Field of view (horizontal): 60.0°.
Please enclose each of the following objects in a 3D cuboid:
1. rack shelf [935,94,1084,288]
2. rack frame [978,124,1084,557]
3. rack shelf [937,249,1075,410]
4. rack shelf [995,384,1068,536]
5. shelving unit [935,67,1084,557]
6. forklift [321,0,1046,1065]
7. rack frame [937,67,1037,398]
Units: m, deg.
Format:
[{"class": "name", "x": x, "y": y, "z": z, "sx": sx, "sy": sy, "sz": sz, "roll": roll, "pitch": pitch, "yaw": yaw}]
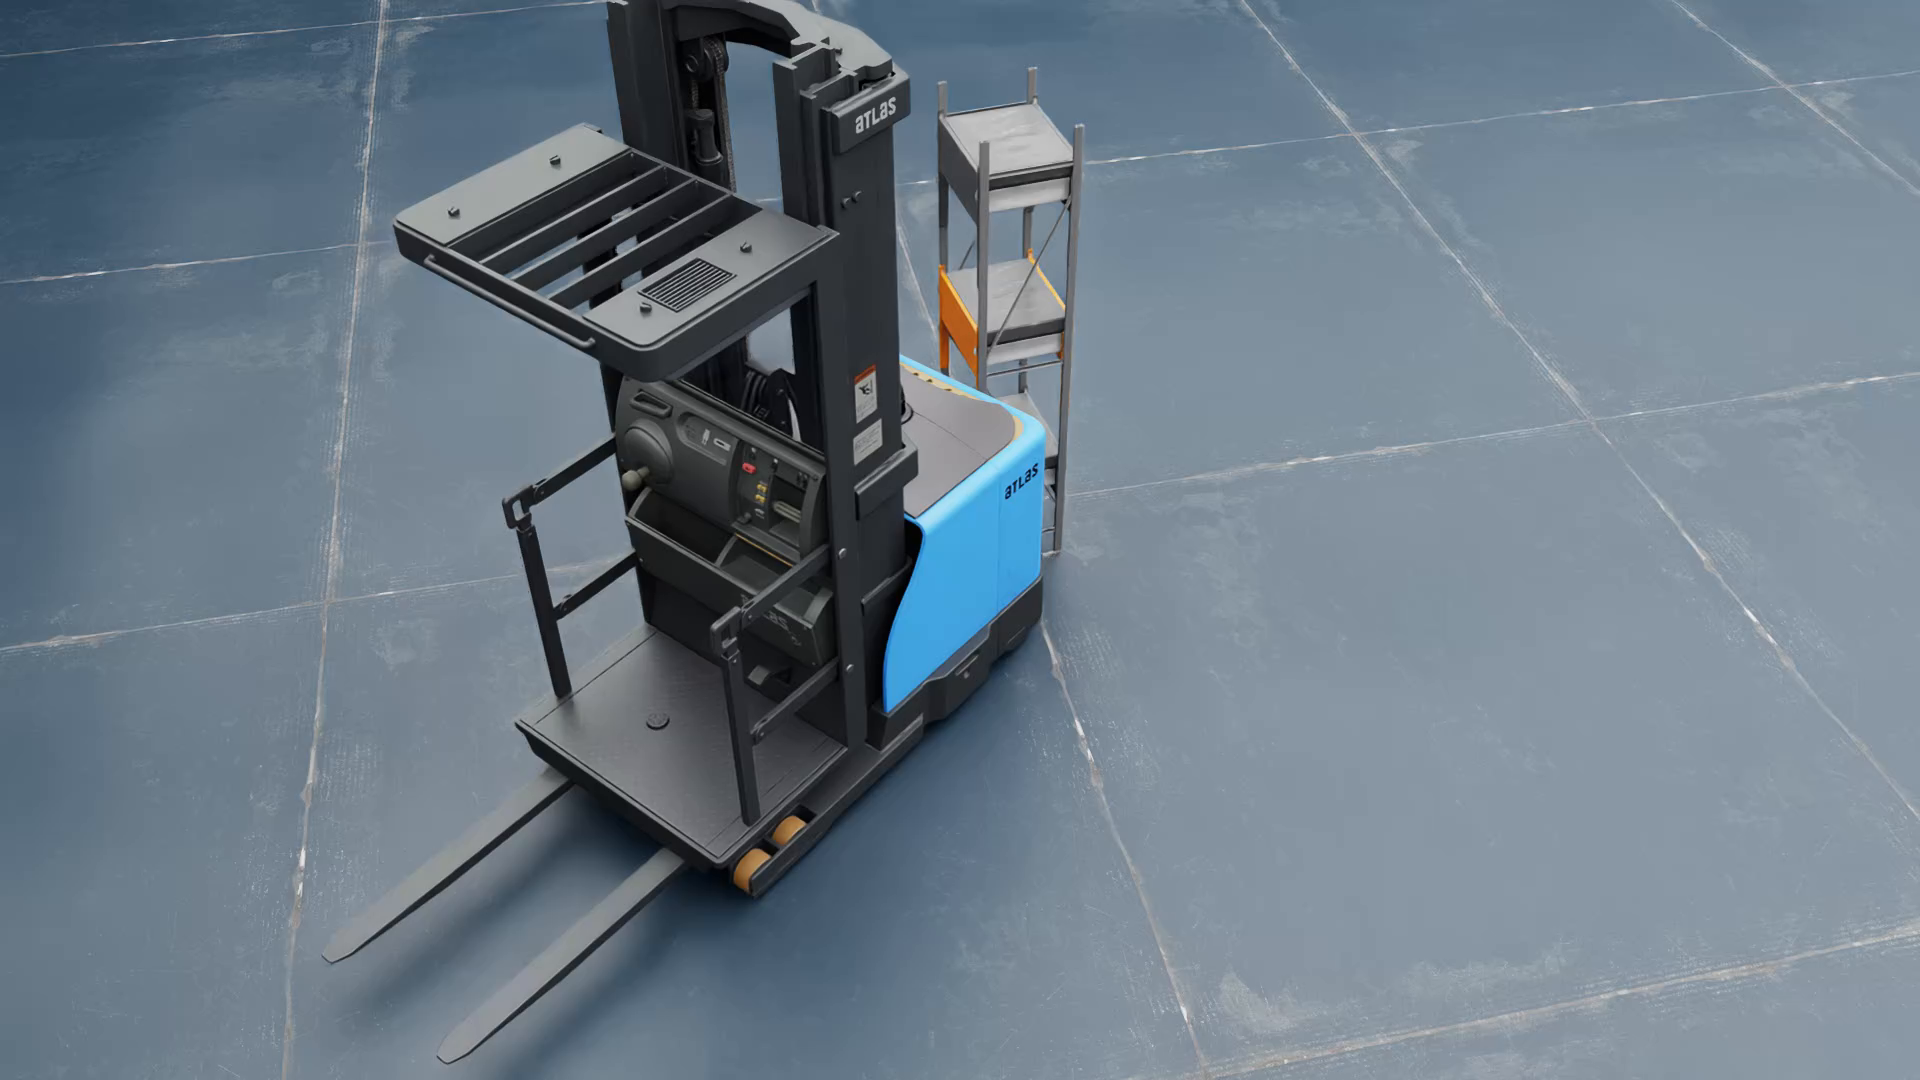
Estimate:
[{"class": "rack shelf", "x": 0.184, "y": -1.355, "z": 6.443, "sx": 0.431, "sy": 0.518, "sz": 0.480, "roll": -13, "pitch": 43, "yaw": -14}, {"class": "rack frame", "x": 0.262, "y": -0.689, "z": 6.726, "sx": 0.400, "sy": 2.100, "sz": 0.015, "roll": -13, "pitch": 43, "yaw": -14}, {"class": "rack shelf", "x": 0.184, "y": -0.832, "z": 6.908, "sx": 0.431, "sy": 0.518, "sz": 0.480, "roll": -13, "pitch": 43, "yaw": -14}, {"class": "rack shelf", "x": 0.184, "y": -0.308, "z": 7.373, "sx": 0.431, "sy": 0.518, "sz": 0.480, "roll": -13, "pitch": 43, "yaw": -14}, {"class": "shelving unit", "x": 0.184, "y": -0.842, "z": 6.899, "sx": 0.431, "sy": 2.100, "sz": 0.503, "roll": -13, "pitch": 43, "yaw": -14}, {"class": "forklift", "x": -0.960, "y": -0.179, "z": 5.526, "sx": 1.130, "sy": 2.935, "sz": 3.031, "roll": 28, "pitch": 49, "yaw": 28}, {"class": "rack frame", "x": 0.106, "y": -0.996, "z": 7.072, "sx": 0.400, "sy": 2.100, "sz": 0.015, "roll": -13, "pitch": 43, "yaw": -14}]
